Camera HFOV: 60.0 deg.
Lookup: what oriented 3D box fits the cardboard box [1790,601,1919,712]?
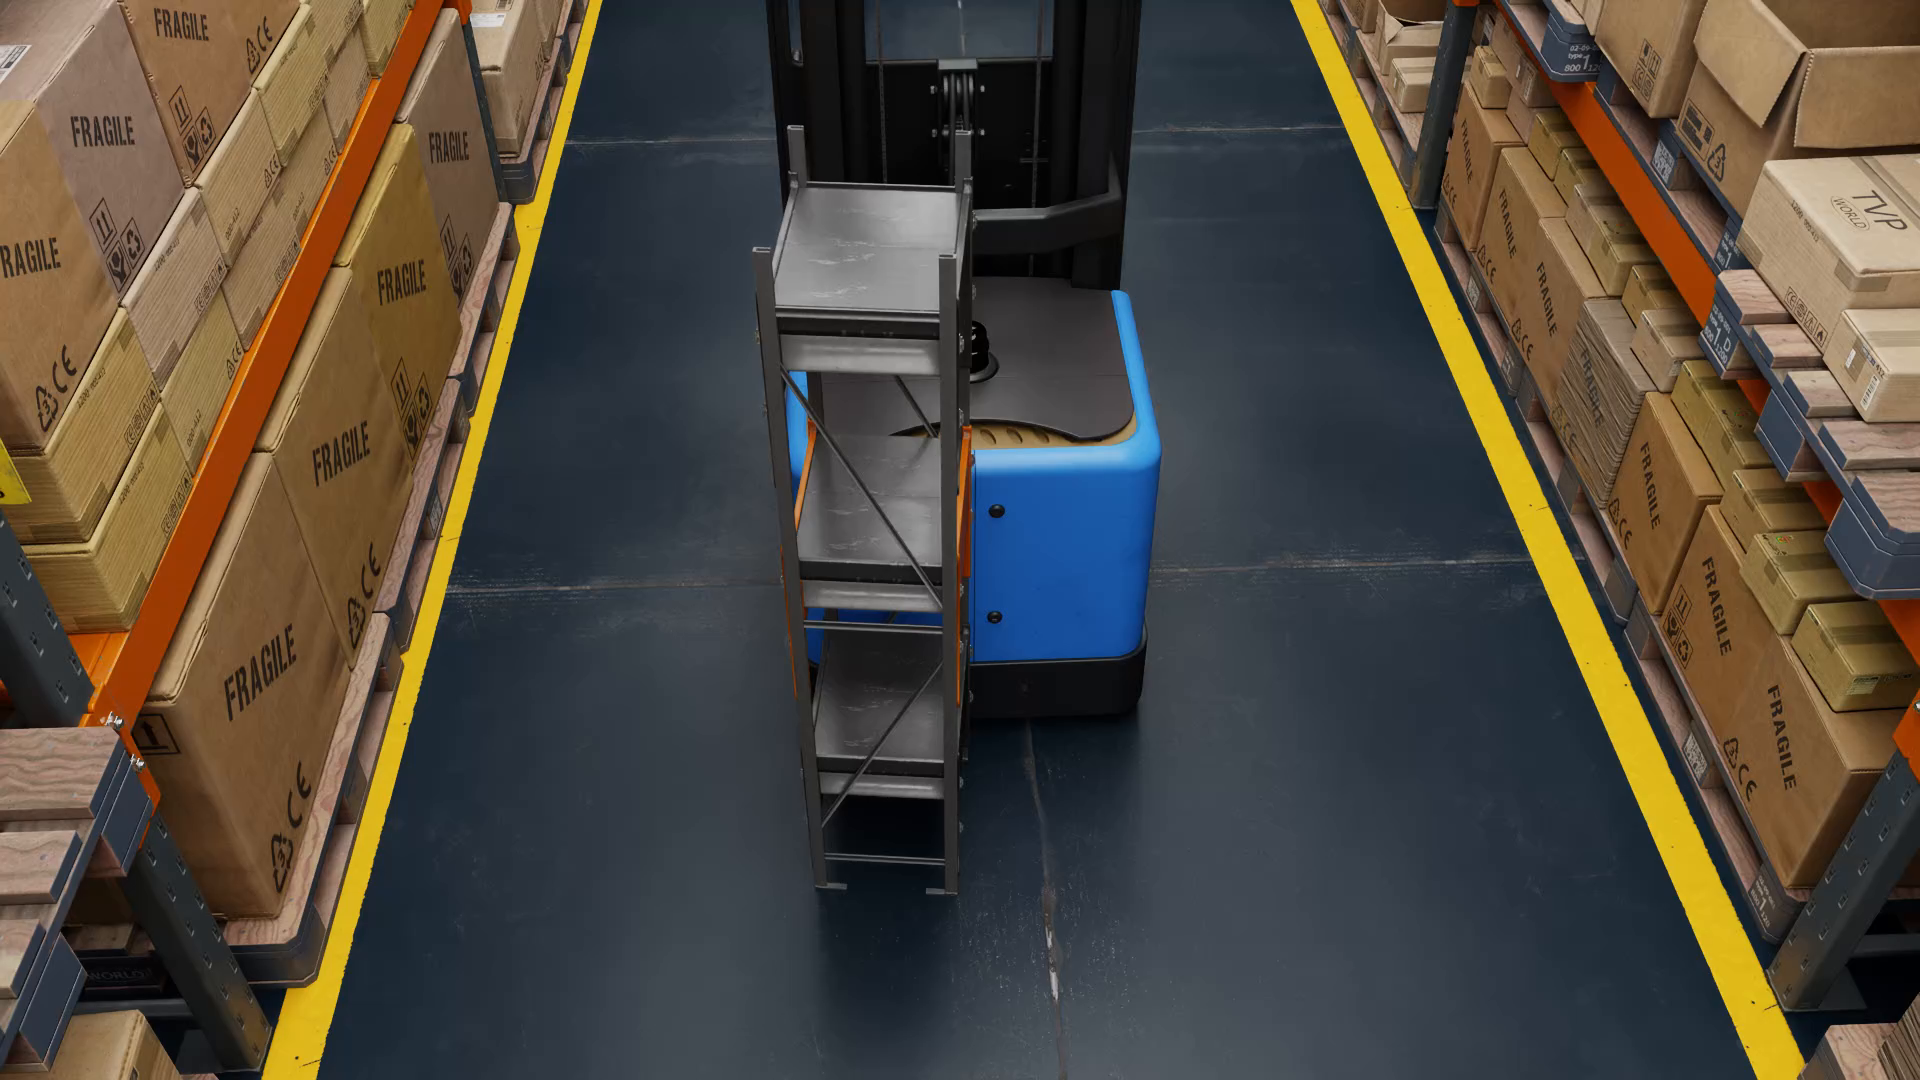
[{"bbox_3d":[2.393,0.290,4.273,0.380,0.149,0.250,-4,43,-4],"label":"cardboard box"}]

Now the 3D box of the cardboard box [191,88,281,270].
[{"bbox_3d":[-2.097,-0.931,4.286,0.500,0.250,0.500,-2,43,-2],"label":"cardboard box"}]

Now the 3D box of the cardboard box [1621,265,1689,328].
[{"bbox_3d":[2.405,-0.774,5.433,0.380,0.149,0.250,-1,43,-2],"label":"cardboard box"}]

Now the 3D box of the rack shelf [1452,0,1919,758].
[{"bbox_3d":[2.582,-0.997,5.150,1.077,0.370,4.000,-2,43,-2],"label":"rack shelf"}]

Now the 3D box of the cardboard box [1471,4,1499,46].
[{"bbox_3d":[2.687,-2.461,8.015,0.380,0.149,0.250,-2,43,-2],"label":"cardboard box"}]

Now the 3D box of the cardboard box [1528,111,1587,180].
[{"bbox_3d":[2.358,-1.477,6.201,0.380,0.149,0.250,-4,43,-4],"label":"cardboard box"}]

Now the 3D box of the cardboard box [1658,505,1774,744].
[{"bbox_3d":[2.423,0.238,4.810,0.500,0.500,0.500,-2,43,-2],"label":"cardboard box"}]

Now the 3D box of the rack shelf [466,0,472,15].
[{"bbox_3d":[-2.547,-3.552,7.938,1.077,0.370,4.000,-2,43,-2],"label":"rack shelf"}]

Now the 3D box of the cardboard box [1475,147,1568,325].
[{"bbox_3d":[2.325,-1.153,6.327,0.500,0.500,0.500,-2,43,-2],"label":"cardboard box"}]

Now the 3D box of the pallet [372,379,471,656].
[{"bbox_3d":[-2.299,-0.095,5.697,1.003,0.211,1.213,-2,43,-2],"label":"pallet"}]

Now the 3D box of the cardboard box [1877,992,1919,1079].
[{"bbox_3d":[2.680,1.230,3.634,0.875,0.625,0.625,0,43,0],"label":"cardboard box"}]

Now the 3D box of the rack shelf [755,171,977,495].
[{"bbox_3d":[-0.191,-0.459,3.681,0.431,0.518,0.480,2,43,3],"label":"rack shelf"}]

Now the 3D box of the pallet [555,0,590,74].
[{"bbox_3d":[-2.471,-2.780,8.627,1.003,0.211,1.213,-2,43,-2],"label":"pallet"}]

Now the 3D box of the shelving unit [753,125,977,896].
[{"bbox_3d":[-0.191,0.047,4.145,0.431,2.100,0.503,2,43,3],"label":"shelving unit"}]

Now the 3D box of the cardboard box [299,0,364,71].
[{"bbox_3d":[-2.144,-1.619,5.037,0.500,0.250,0.500,-1,43,-1],"label":"cardboard box"}]

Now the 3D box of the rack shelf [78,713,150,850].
[{"bbox_3d":[-2.207,1.849,2.046,1.077,0.370,4.000,-2,43,-2],"label":"rack shelf"}]

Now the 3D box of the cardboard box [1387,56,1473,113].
[{"bbox_3d":[2.180,-2.084,7.602,0.380,0.149,0.250,-3,43,-3],"label":"cardboard box"}]

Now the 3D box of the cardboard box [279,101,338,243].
[{"bbox_3d":[-2.142,-1.083,4.822,0.500,0.250,0.500,-2,43,-2],"label":"cardboard box"}]

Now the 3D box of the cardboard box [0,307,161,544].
[{"bbox_3d":[-2.067,-0.245,3.538,0.500,0.250,0.500,-2,43,-2],"label":"cardboard box"}]

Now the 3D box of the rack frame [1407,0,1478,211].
[{"bbox_3d":[2.497,-2.612,6.380,1.000,3.000,0.127,-2,43,-2],"label":"rack frame"}]

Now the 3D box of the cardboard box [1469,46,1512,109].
[{"bbox_3d":[2.246,-1.835,6.591,0.380,0.149,0.250,0,43,0],"label":"cardboard box"}]

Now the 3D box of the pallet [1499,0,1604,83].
[{"bbox_3d":[2.422,-1.999,5.853,1.003,0.211,1.213,-2,43,-2],"label":"pallet"}]

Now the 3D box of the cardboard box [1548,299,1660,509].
[{"bbox_3d":[2.358,-0.466,5.577,0.500,0.500,0.500,-3,43,-3],"label":"cardboard box"}]

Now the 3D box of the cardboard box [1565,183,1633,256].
[{"bbox_3d":[2.356,-1.123,5.814,0.380,0.149,0.250,-2,43,-2],"label":"cardboard box"}]

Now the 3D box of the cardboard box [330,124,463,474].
[{"bbox_3d":[-2.310,-0.813,5.678,0.875,0.875,0.875,-1,43,-1],"label":"cardboard box"}]

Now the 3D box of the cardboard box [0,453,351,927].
[{"bbox_3d":[-2.238,0.393,4.363,0.875,0.875,0.875,-2,43,-2],"label":"cardboard box"}]

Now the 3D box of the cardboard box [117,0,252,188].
[{"bbox_3d":[-2.106,-1.196,4.021,0.500,0.500,0.500,-1,43,-1],"label":"cardboard box"}]

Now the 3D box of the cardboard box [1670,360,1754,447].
[{"bbox_3d":[2.406,-0.421,5.048,0.380,0.149,0.250,-2,43,-2],"label":"cardboard box"}]

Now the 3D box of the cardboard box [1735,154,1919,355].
[{"bbox_3d":[2.299,-0.714,4.109,0.500,0.250,0.500,-3,43,-4],"label":"cardboard box"}]

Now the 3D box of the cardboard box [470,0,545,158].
[{"bbox_3d":[-2.381,-2.104,7.411,0.875,0.438,0.875,-2,43,-2],"label":"cardboard box"}]

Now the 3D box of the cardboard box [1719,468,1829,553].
[{"bbox_3d":[2.383,-0.073,4.669,0.380,0.149,0.250,-3,43,-3],"label":"cardboard box"}]

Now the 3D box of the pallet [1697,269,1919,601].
[{"bbox_3d":[2.568,-0.297,3.996,1.213,0.211,1.003,-2,43,-2],"label":"pallet"}]

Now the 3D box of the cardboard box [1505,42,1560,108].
[{"bbox_3d":[2.305,-1.770,6.300,0.380,0.149,0.250,-4,43,-4],"label":"cardboard box"}]

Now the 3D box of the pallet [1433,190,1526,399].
[{"bbox_3d":[2.569,-1.036,6.724,1.003,0.211,1.213,-2,43,-2],"label":"pallet"}]

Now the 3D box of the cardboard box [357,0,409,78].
[{"bbox_3d":[-2.171,-1.772,5.575,0.500,0.250,0.500,-2,43,-2],"label":"cardboard box"}]

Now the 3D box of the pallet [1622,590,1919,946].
[{"bbox_3d":[2.673,0.611,4.927,1.003,0.211,1.213,-2,43,-2],"label":"pallet"}]

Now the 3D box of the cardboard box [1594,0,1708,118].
[{"bbox_3d":[2.349,-1.591,4.881,0.700,0.500,0.500,-2,43,-2],"label":"cardboard box"}]

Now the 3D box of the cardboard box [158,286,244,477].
[{"bbox_3d":[-2.101,-0.395,4.072,0.500,0.250,0.500,-3,43,-3],"label":"cardboard box"}]

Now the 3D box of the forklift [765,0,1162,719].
[{"bbox_3d":[-0.030,-1.506,5.223,1.130,2.935,3.031,-2,43,-2],"label":"forklift"}]

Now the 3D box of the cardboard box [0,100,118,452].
[{"bbox_3d":[-2.069,-0.512,3.275,0.500,0.500,0.500,-3,43,-3],"label":"cardboard box"}]

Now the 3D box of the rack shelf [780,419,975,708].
[{"bbox_3d":[-0.191,0.057,4.154,0.431,0.518,0.480,2,43,3],"label":"rack shelf"}]

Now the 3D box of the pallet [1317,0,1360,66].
[{"bbox_3d":[2.414,-2.873,8.729,1.003,0.211,1.213,-2,43,-2],"label":"pallet"}]

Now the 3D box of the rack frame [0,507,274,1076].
[{"bbox_3d":[-2.292,0.233,3.276,1.000,3.000,0.127,-2,43,-2],"label":"rack frame"}]

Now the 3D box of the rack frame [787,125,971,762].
[{"bbox_3d":[-0.176,-0.118,4.324,0.400,2.100,0.015,2,43,3],"label":"rack frame"}]

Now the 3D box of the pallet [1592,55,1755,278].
[{"bbox_3d":[2.580,-1.154,4.931,1.003,0.211,1.213,-2,43,-2],"label":"pallet"}]
